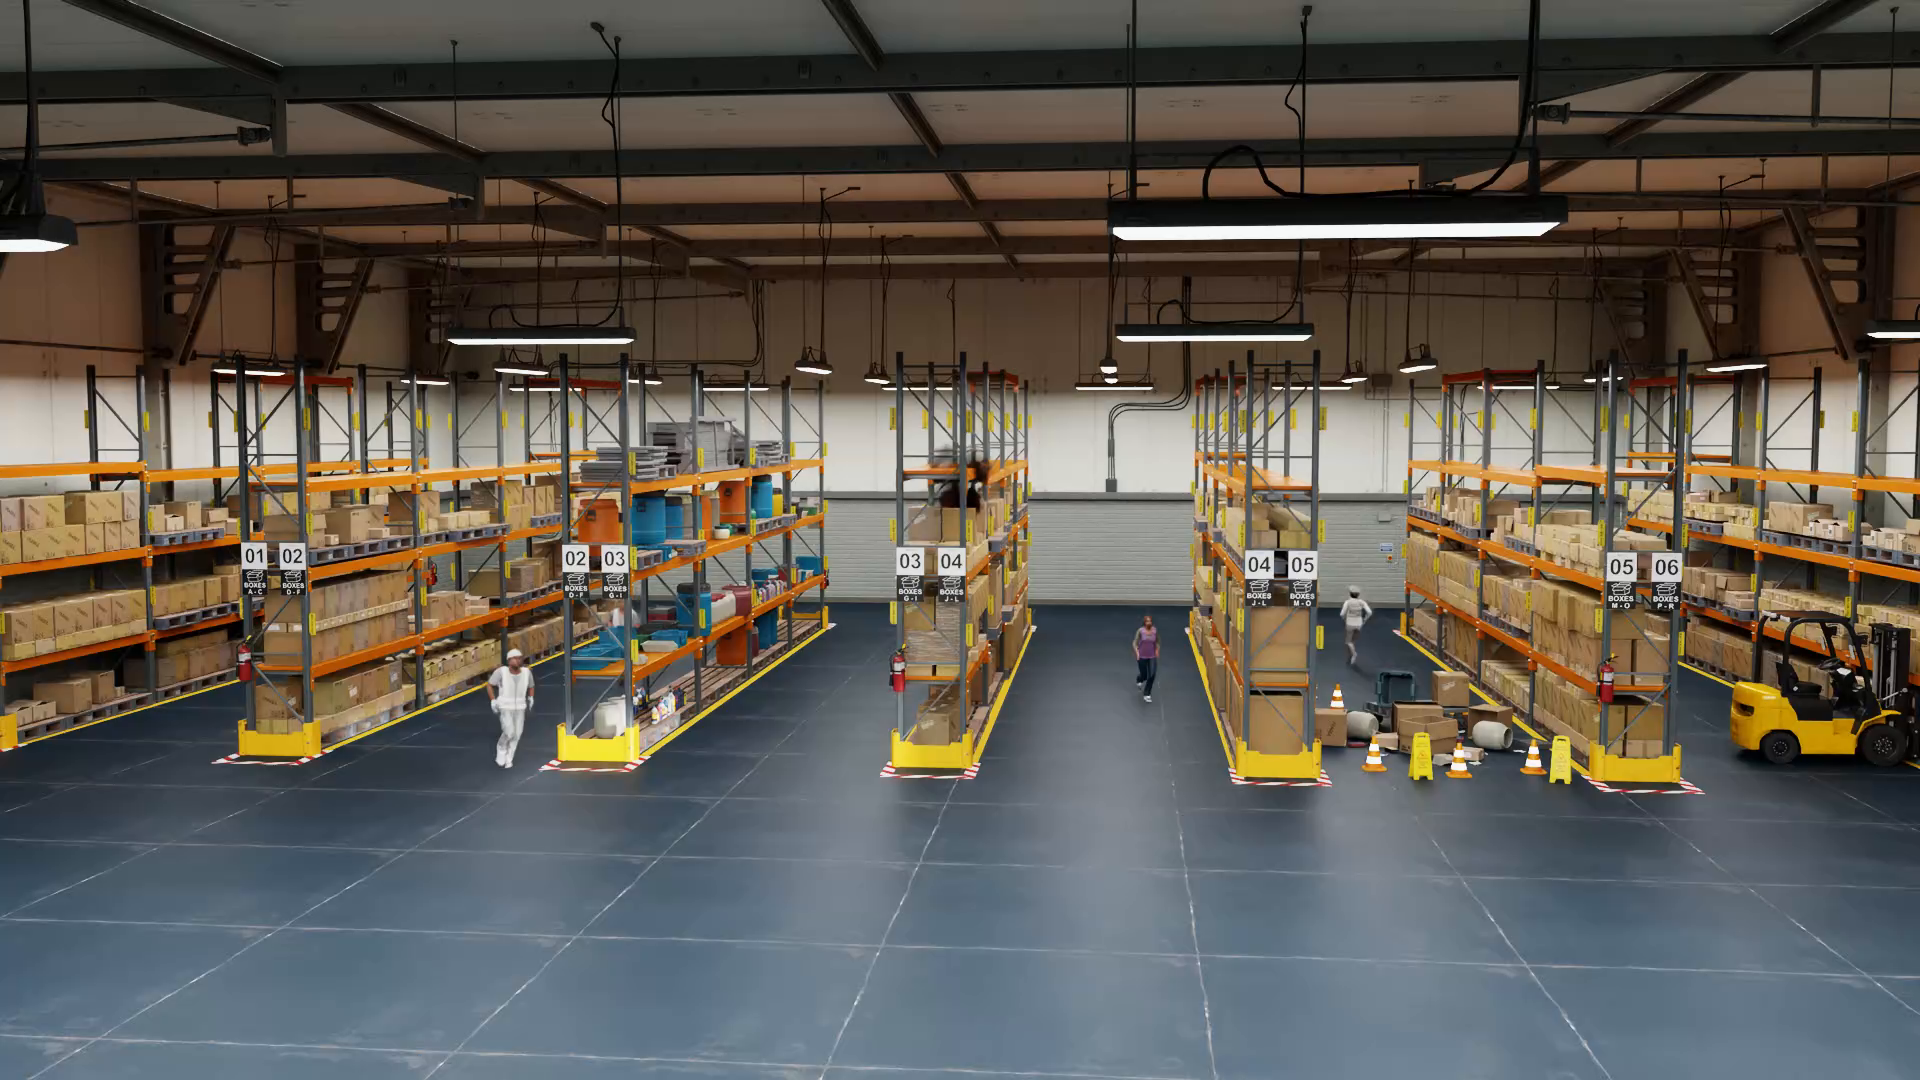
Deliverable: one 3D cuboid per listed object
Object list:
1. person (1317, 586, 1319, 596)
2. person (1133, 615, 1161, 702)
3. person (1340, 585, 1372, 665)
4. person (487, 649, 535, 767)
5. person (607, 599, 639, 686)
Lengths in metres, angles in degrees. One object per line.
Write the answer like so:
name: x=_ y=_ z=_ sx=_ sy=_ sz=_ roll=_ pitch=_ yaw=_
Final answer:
person: x=7.865 y=1.491 z=37.850 sx=0.587 sy=1.627 sz=0.599 roll=-1 pitch=4 yaw=-7
person: x=3.356 y=2.110 z=29.922 sx=0.522 sy=1.554 sz=0.598 roll=0 pitch=4 yaw=-6
person: x=8.069 y=1.760 z=33.996 sx=0.649 sy=1.658 sz=0.753 roll=0 pitch=4 yaw=-7
person: x=-6.439 y=2.436 z=24.021 sx=0.644 sy=1.728 sz=0.656 roll=-3 pitch=5 yaw=-36
person: x=-6.353 y=1.889 z=31.243 sx=0.654 sy=1.739 sz=0.739 roll=0 pitch=4 yaw=-2
